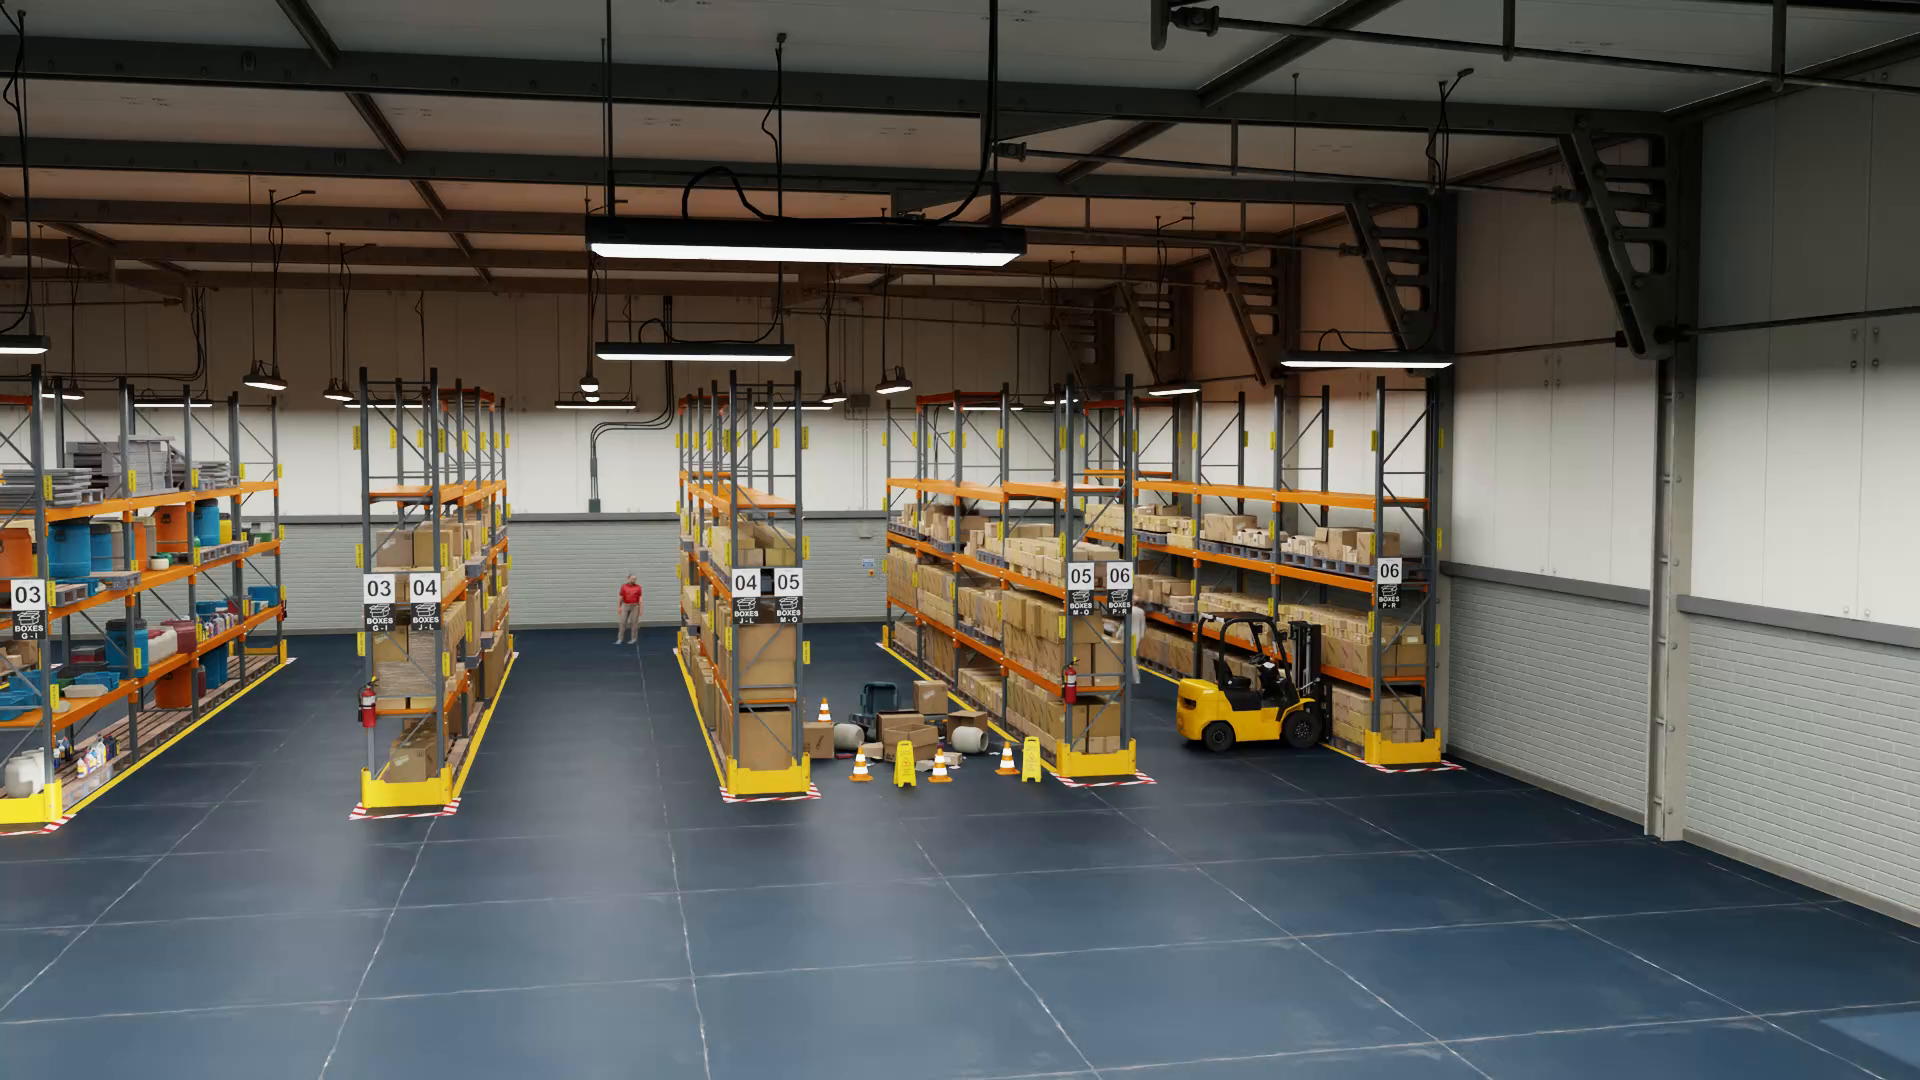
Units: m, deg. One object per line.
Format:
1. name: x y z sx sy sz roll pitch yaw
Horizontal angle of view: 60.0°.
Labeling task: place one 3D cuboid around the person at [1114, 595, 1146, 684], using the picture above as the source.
1. person: 3.402 1.998 33.035 0.617 1.818 0.564 -2 4 -32

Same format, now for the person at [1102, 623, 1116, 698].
1. person: 2.647 2.342 30.258 0.493 1.678 0.453 0 3 -4

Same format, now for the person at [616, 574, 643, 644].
1. person: -8.180 1.705 41.122 0.652 1.735 0.368 0 3 -6
